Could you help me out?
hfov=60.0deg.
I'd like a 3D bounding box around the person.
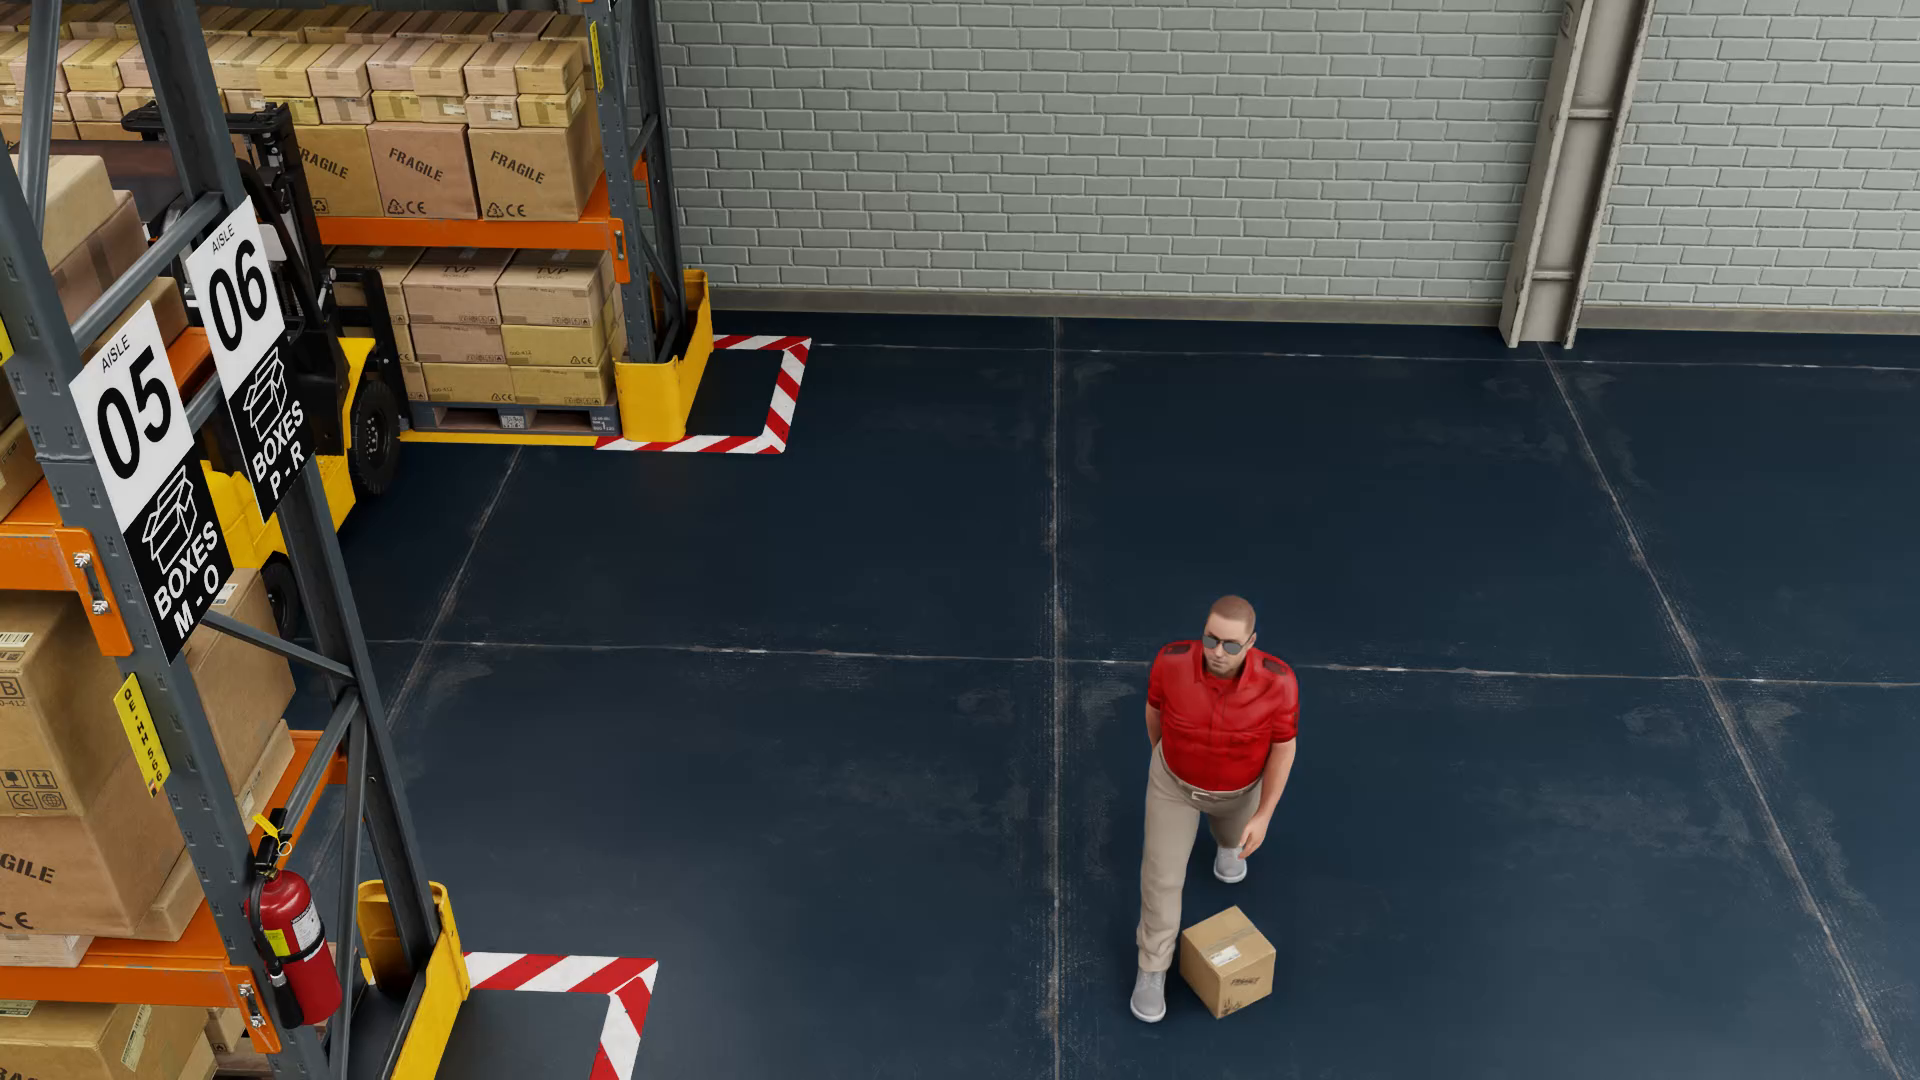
[{"bbox_3d":[0.911,0.871,5.996,0.528,1.598,1.047,6,36,8],"label":"person"}]
